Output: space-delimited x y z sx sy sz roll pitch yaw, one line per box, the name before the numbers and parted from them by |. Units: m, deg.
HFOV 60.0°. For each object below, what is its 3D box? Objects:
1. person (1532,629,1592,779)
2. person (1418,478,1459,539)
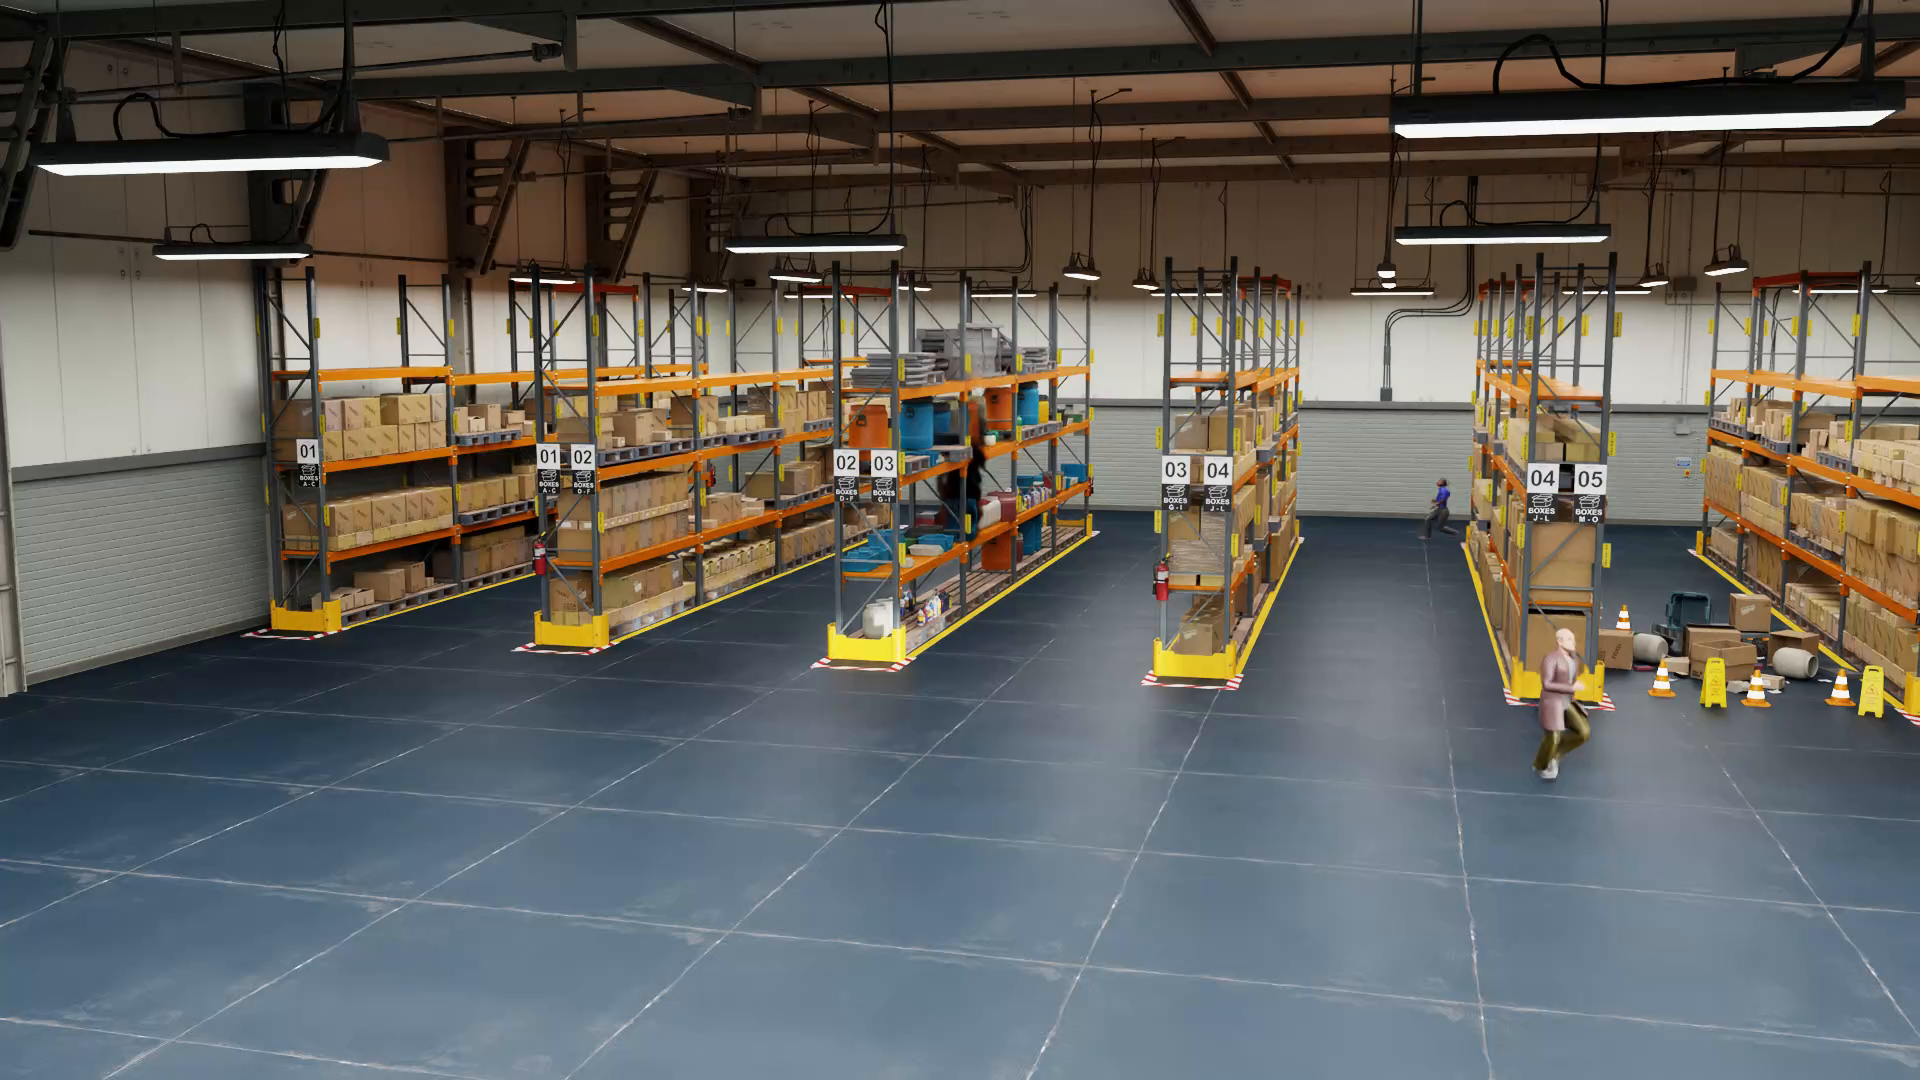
person | 6.633 1.819 18.301 0.759 1.726 0.793 -5 9 -32
person | 11.352 -0.721 39.257 0.896 1.482 0.651 0 7 3
